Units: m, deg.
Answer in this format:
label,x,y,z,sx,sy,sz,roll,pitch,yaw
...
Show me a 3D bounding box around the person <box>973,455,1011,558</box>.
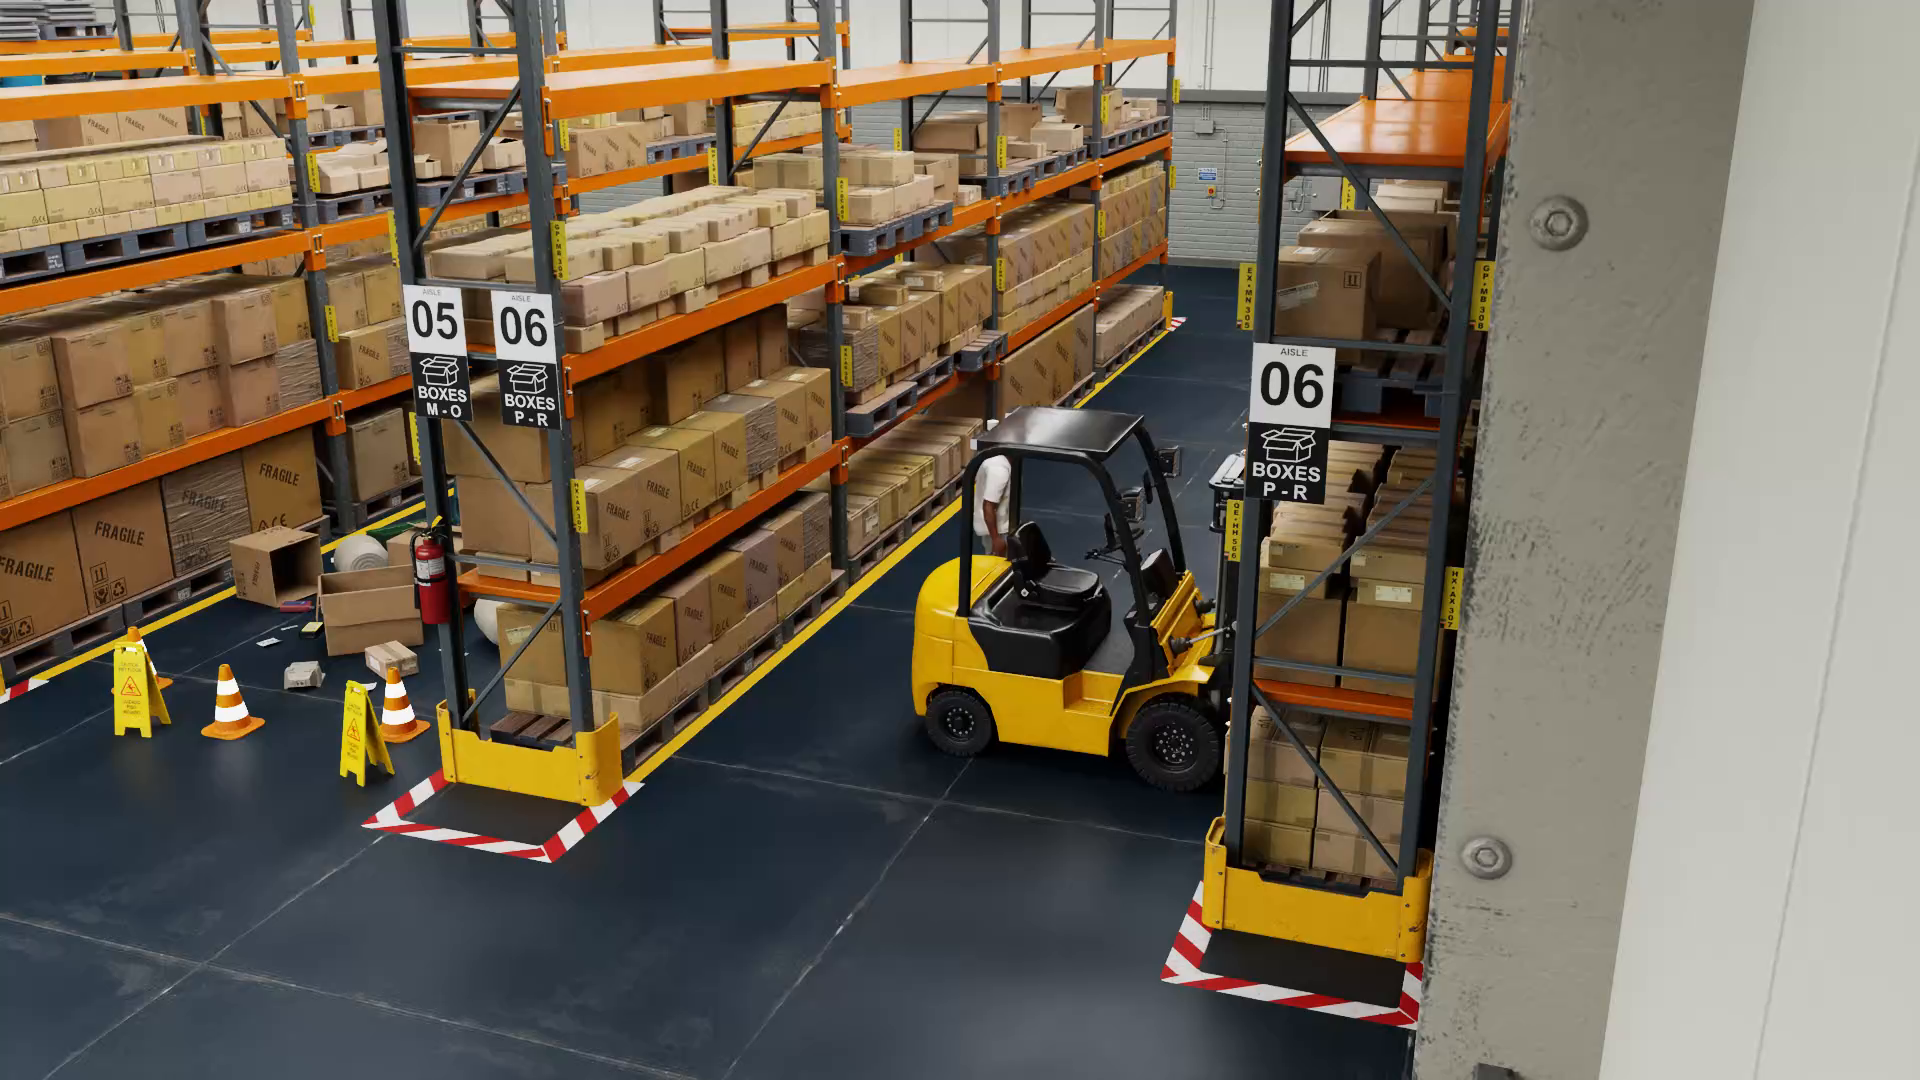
label,x,y,z,sx,sy,sz,roll,pitch,yaw
person,0.341,-0.082,12.777,0.459,1.760,0.630,5,19,16
